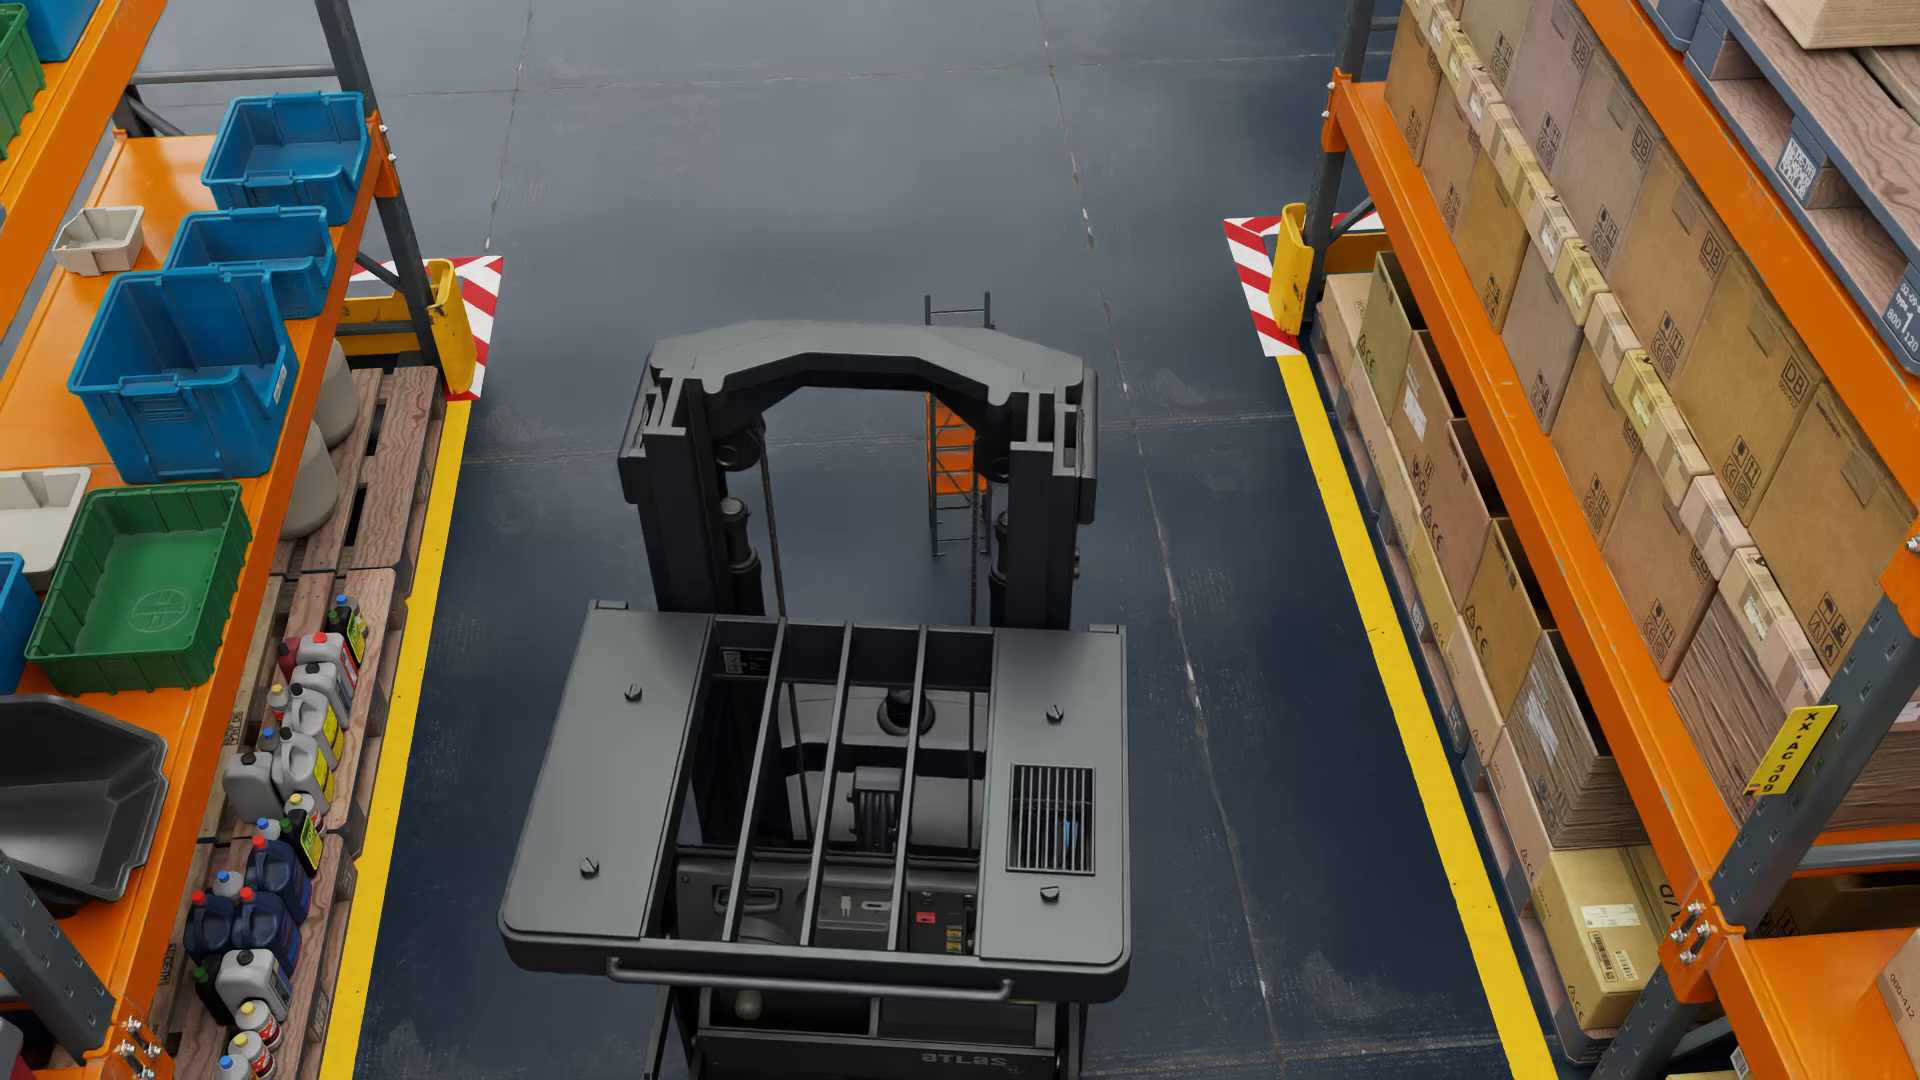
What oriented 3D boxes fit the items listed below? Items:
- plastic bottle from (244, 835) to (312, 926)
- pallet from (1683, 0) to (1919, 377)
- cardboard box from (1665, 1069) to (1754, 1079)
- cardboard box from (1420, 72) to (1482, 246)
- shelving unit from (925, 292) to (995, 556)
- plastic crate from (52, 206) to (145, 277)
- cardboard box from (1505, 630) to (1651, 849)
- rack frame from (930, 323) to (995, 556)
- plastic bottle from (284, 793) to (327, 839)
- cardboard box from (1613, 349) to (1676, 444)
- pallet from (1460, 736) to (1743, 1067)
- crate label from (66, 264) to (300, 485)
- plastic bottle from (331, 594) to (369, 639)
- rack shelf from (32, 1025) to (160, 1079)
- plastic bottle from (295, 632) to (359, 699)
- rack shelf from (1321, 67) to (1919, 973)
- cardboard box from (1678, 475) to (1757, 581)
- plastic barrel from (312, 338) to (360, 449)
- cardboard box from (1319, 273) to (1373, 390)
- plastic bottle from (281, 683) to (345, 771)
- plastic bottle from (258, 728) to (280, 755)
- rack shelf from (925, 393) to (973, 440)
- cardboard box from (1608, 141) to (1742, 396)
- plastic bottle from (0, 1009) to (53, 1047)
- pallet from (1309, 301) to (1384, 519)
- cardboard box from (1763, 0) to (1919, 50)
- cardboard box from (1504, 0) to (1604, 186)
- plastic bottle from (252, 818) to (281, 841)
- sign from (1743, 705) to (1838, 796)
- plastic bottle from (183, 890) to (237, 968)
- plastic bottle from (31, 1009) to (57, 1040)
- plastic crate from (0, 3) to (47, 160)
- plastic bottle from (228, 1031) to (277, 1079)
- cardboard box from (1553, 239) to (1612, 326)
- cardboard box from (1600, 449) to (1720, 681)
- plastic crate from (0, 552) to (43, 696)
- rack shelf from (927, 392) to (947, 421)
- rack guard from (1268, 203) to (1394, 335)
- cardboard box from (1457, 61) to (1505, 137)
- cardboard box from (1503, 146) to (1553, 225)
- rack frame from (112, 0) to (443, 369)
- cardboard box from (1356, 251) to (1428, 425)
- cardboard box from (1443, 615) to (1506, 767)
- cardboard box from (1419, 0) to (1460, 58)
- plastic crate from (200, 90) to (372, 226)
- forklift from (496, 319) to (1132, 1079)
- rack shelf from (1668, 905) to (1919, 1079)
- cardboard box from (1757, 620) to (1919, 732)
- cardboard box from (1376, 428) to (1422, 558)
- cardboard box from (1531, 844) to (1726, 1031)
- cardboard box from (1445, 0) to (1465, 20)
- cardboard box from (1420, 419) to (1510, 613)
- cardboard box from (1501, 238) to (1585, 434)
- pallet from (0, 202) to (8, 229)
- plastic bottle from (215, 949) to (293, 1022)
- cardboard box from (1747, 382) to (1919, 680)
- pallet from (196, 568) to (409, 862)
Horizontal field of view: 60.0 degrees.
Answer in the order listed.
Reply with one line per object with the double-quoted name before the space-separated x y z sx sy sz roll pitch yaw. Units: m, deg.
"plastic bottle" -2.198 1.076 5.323 0.144 0.351 0.185 -5 47 -5
"pallet" 2.311 -0.852 3.623 1.003 0.211 1.213 -3 47 -3
"cardboard box" 2.195 1.687 4.442 0.500 0.311 0.500 -3 47 -3
"cardboard box" 2.149 -1.446 6.121 0.700 0.500 0.500 -2 47 -2
"shelving unit" -0.001 -0.423 6.461 0.258 1.200 0.189 -3 47 -3
"plastic crate" -3.109 -1.074 6.019 0.298 0.136 0.250 -3 47 -3
"cardboard box" 2.121 0.623 5.319 0.500 0.500 0.500 -3 47 -3
"rack frame" 0.006 -0.357 6.398 0.240 1.200 0.006 -3 47 -3
"plastic bottle" -2.198 0.921 5.572 0.097 0.201 0.097 0 47 0
"cardboard box" 2.089 -0.413 4.696 0.380 0.149 0.250 -4 47 -3
"pallet" 2.383 1.145 5.657 1.003 0.211 1.213 -3 47 -3
"crate label" -2.439 -0.528 5.297 0.502 0.435 0.616 -3 47 -3
"plastic bottle" -2.272 0.282 6.178 0.097 0.201 0.097 0 47 0
"rack shelf" -2.361 2.757 2.705 1.077 0.370 4.000 -3 47 -3
"plastic bottle" -2.278 0.440 5.977 0.152 0.276 0.135 -3 47 -3
"rack shelf" 2.241 -0.436 5.729 1.077 0.370 4.000 -3 47 -3
"cardboard box" 2.129 -0.045 4.348 0.380 0.149 0.250 -5 47 -4
"plastic barrel" -2.732 -0.649 6.859 0.421 0.512 0.421 0 47 0
"cardboard box" 1.897 -0.927 7.303 0.500 0.250 0.500 -3 47 -3
"plastic bottle" -2.249 0.634 5.741 0.144 0.351 0.185 -2 47 -2
"plastic bottle" -2.366 0.725 5.759 0.097 0.201 0.097 0 47 0
"rack shelf" -0.001 -0.475 6.406 0.258 0.103 0.180 -3 47 -3
"cardboard box" 2.280 -0.765 4.583 0.700 0.500 0.500 -4 47 -3
"plastic bottle" -2.869 1.374 5.041 0.144 0.351 0.185 -5 47 -4
"pallet" 2.179 -0.620 7.329 1.003 0.211 1.213 -3 47 -3
"cardboard box" 2.035 -1.230 3.706 0.380 0.149 0.250 -3 47 -3
"cardboard box" 2.197 -1.489 5.268 0.700 0.500 0.500 -3 47 -3
"plastic bottle" -2.247 0.999 5.450 0.097 0.271 0.097 0 47 0
"sign" 1.855 0.474 3.721 0.100 0.325 0.005 -3 47 -3
"plastic bottle" -2.326 1.222 5.185 0.144 0.351 0.185 -3 47 -3
"plastic bottle" -2.725 1.365 5.049 0.144 0.351 0.185 -3 47 -3
"plastic crate" -2.389 -1.054 3.899 0.336 0.188 0.450 -3 47 -3
"plastic bottle" -2.126 1.543 4.984 0.097 0.201 0.097 0 47 0
"cardboard box" 2.042 -0.788 5.051 0.380 0.149 0.250 -2 47 -2
"cardboard box" 2.314 0.028 4.725 0.700 0.500 0.500 -4 47 -4
"plastic crate" -2.891 0.329 4.611 0.499 0.251 0.616 -3 47 -3
"rack shelf" -0.001 -0.558 6.319 0.258 0.103 0.180 -3 47 -3
"rack guard" 2.071 -1.288 7.762 1.175 0.500 0.348 -3 47 -3
"cardboard box" 1.955 -1.536 5.760 0.380 0.149 0.250 -4 47 -4
"cardboard box" 2.002 -1.159 5.402 0.380 0.149 0.250 -4 47 -4
"rack frame" -2.863 -1.832 6.555 1.000 3.000 0.127 -3 47 -3
"cardboard box" 1.940 -0.824 6.689 0.500 0.500 0.500 -3 47 -3
"cardboard box" 2.063 0.520 5.933 0.500 0.250 0.500 -3 47 -3
"cardboard box" 1.917 -1.899 6.104 0.380 0.149 0.250 -5 47 -4
"plastic crate" -2.523 -1.436 6.283 0.499 0.251 0.616 -3 47 -3
"forklift" -0.226 1.071 3.853 1.130 2.935 3.031 3 47 2
"rack shelf" 2.576 2.459 2.988 1.077 0.370 4.000 -3 47 -3
"cardboard box" 2.172 0.323 3.999 0.380 0.149 0.250 -4 47 -3
"cardboard box" 1.984 -0.204 6.618 0.500 0.250 0.500 -3 47 -3
"cardboard box" 2.152 1.243 5.248 0.500 0.250 0.500 -3 47 -3
"cardboard box" 2.104 -2.234 5.974 0.700 0.500 0.500 -3 47 -3
"cardboard box" 2.020 -0.100 6.003 0.500 0.500 0.500 -3 47 -3
"cardboard box" 2.232 -0.706 5.420 0.700 0.500 0.500 -2 47 -2
"pallet" -2.686 -0.420 3.283 1.213 0.211 1.003 -3 47 -3
"plastic bottle" -2.172 1.358 5.107 0.152 0.276 0.135 -2 47 -2
"cardboard box" 2.365 -0.037 3.893 0.700 0.500 0.500 -3 47 -3
"pallet" -2.648 0.648 6.127 1.003 0.211 1.213 -3 47 -3
